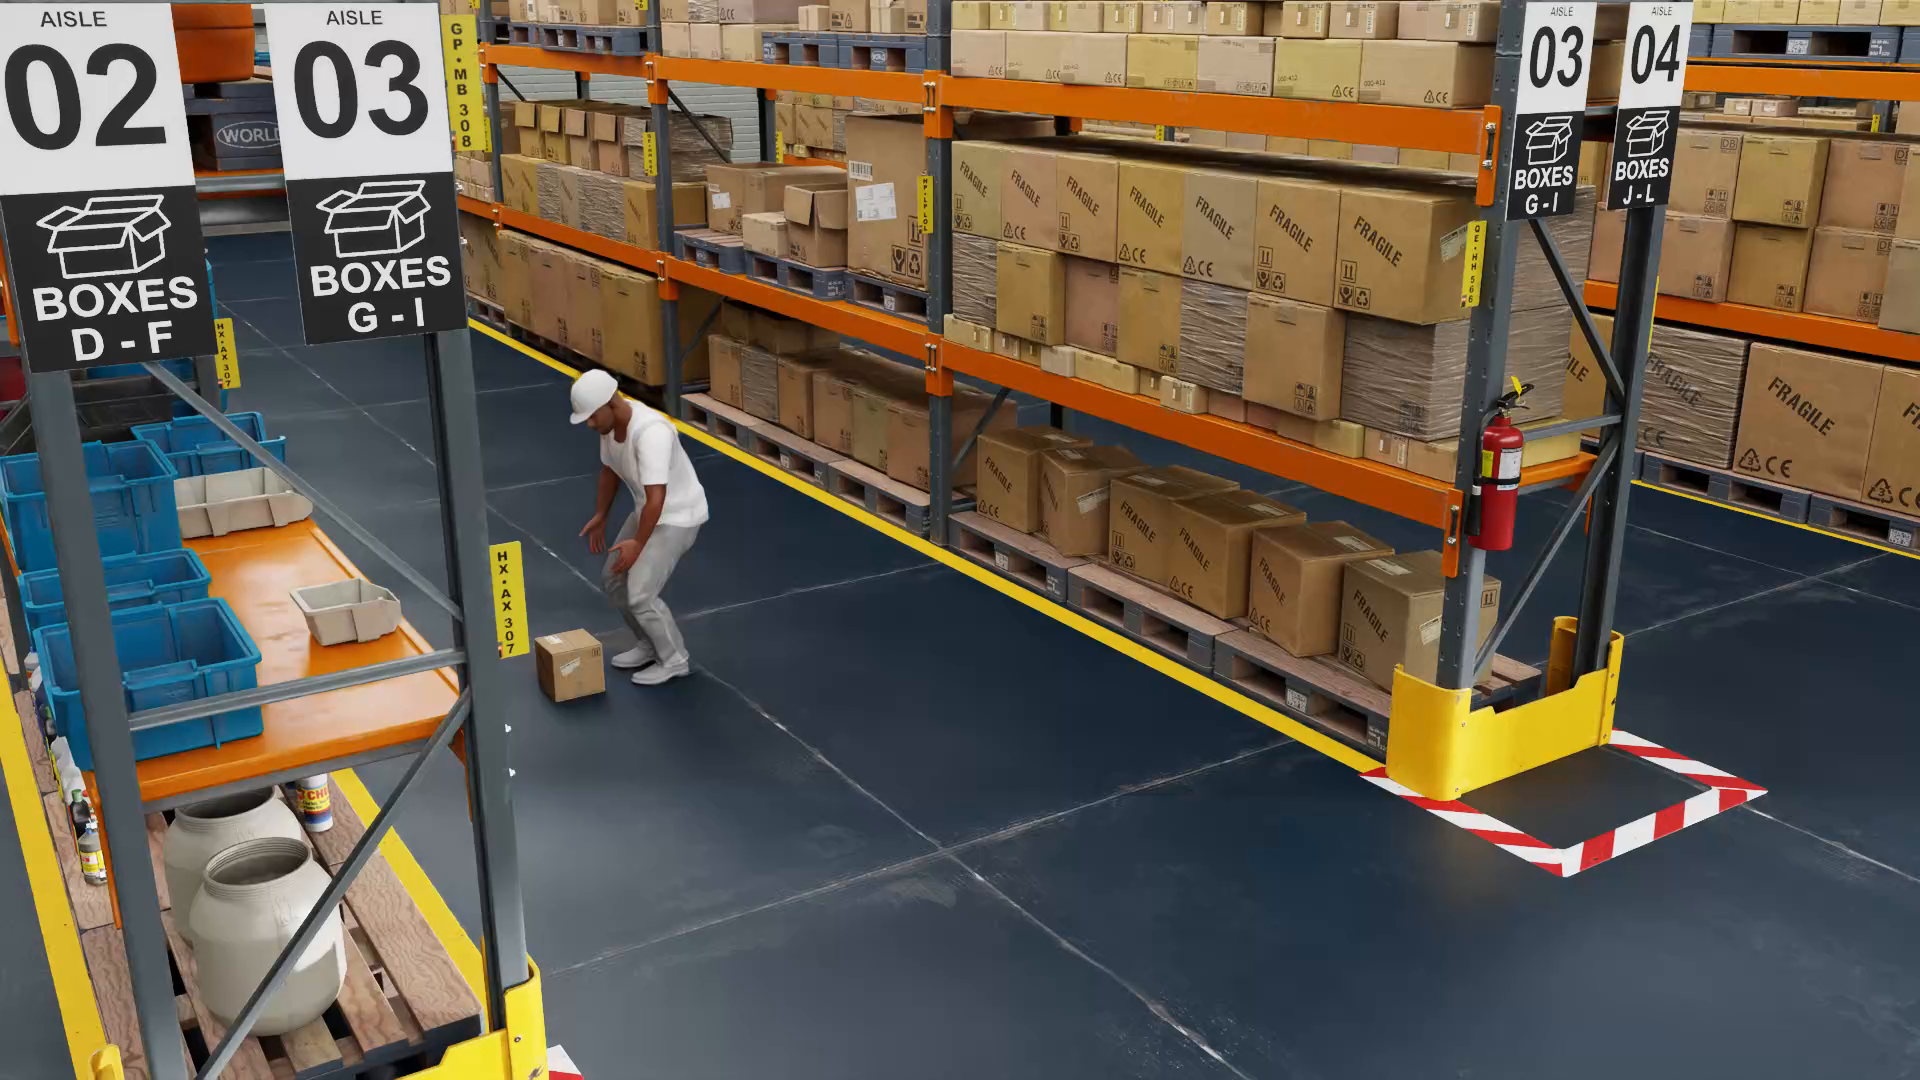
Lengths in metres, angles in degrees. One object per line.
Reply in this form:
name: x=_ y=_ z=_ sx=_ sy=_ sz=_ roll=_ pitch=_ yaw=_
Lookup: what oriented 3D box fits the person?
person: x=-1.543 y=-0.079 z=8.083 sx=0.644 sy=1.568 sz=0.622 roll=-11 pitch=21 yaw=-31
